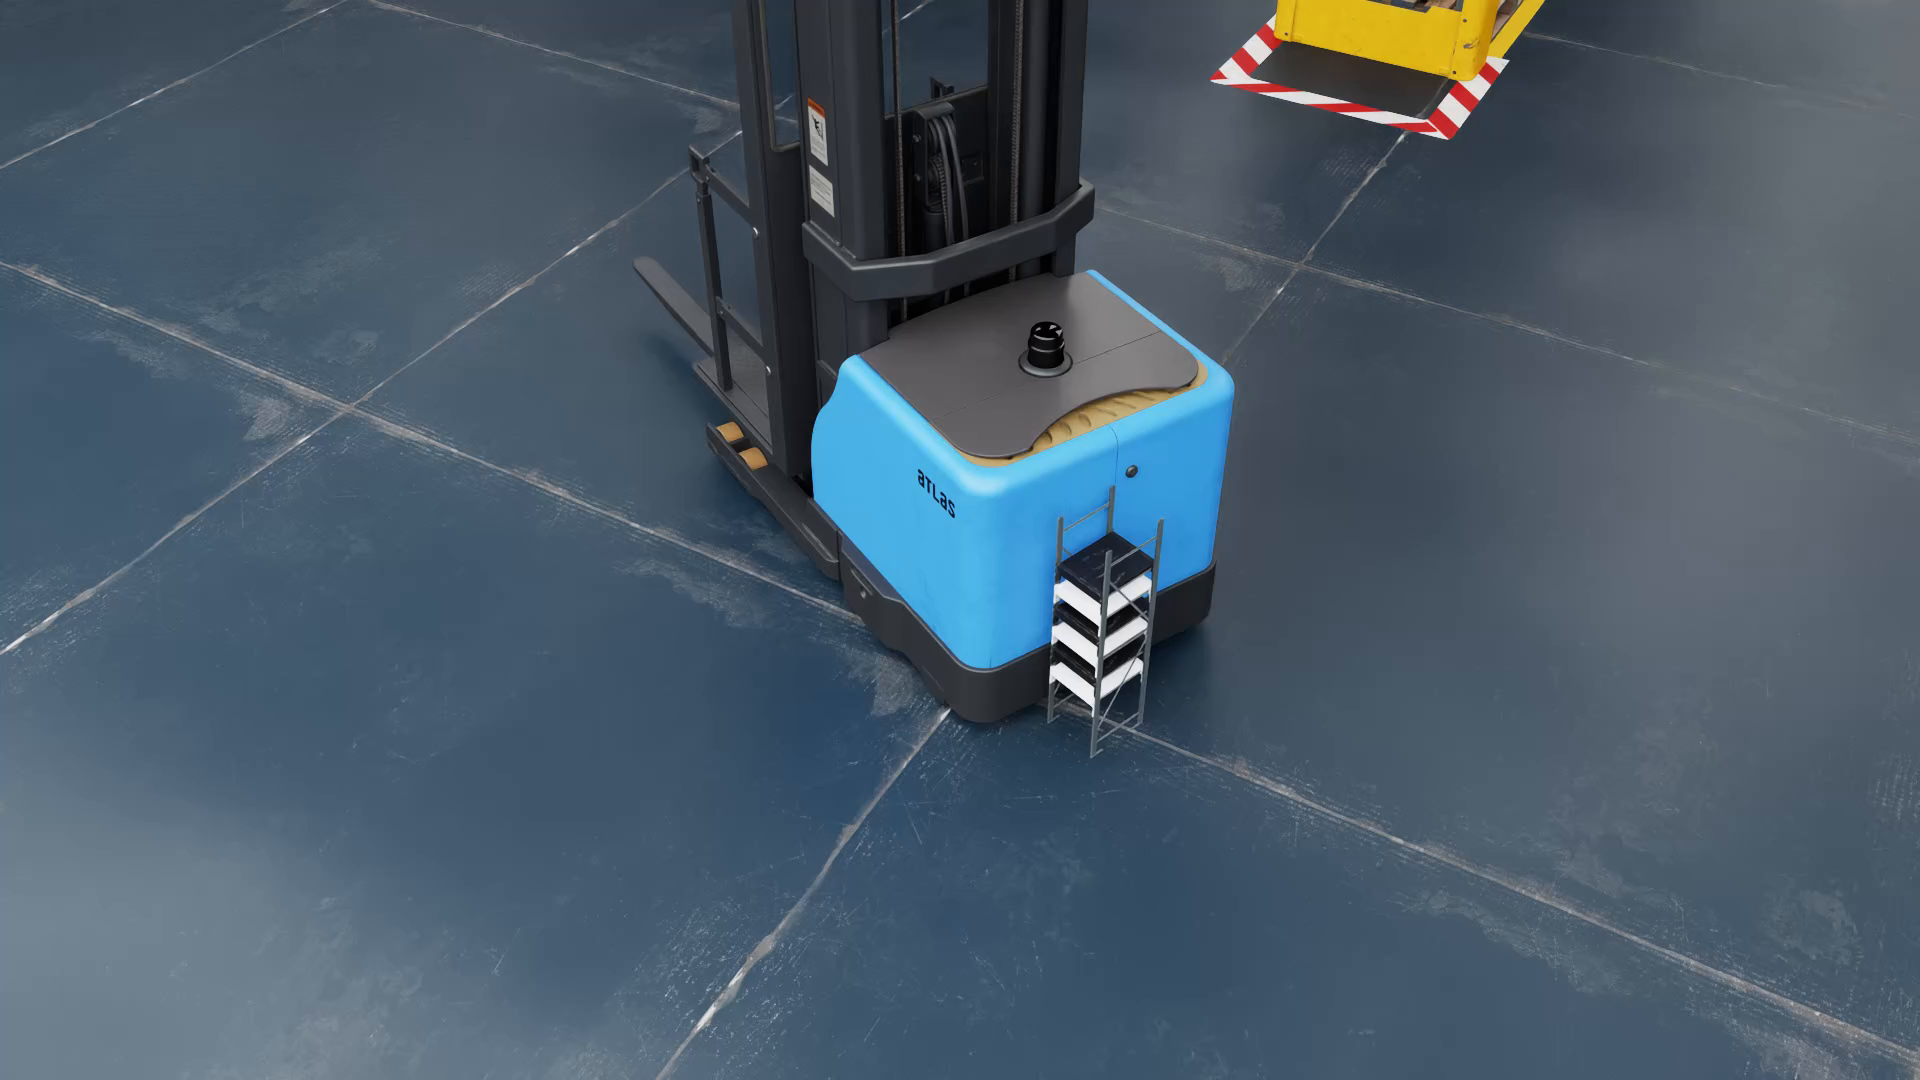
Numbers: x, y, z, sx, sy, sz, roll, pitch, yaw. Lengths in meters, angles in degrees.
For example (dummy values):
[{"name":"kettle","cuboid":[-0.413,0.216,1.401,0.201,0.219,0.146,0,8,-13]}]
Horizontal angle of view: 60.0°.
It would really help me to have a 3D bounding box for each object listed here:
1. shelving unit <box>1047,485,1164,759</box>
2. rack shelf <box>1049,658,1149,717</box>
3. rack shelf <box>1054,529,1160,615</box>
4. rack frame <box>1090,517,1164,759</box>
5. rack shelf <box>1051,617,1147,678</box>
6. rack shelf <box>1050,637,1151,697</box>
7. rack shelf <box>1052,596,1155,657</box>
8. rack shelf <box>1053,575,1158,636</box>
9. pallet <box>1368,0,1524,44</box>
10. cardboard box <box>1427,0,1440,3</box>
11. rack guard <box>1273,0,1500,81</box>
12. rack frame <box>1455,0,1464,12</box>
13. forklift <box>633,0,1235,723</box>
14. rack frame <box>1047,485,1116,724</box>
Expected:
[{"name":"shelving unit","cuboid":[0.450,0.273,5.259,0.258,0.900,0.210,-30,50,-30]},{"name":"rack shelf","cuboid":[0.450,0.433,5.400,0.258,0.077,0.200,-30,50,-30]},{"name":"rack shelf","cuboid":[0.450,0.095,5.103,0.258,0.077,0.200,-30,50,-30]},{"name":"rack frame","cuboid":[0.518,0.324,5.202,0.240,0.900,0.006,-30,50,-30]},{"name":"rack shelf","cuboid":[0.450,0.298,5.281,0.258,0.077,0.200,-30,50,-30]},{"name":"rack shelf","cuboid":[0.450,0.366,5.341,0.258,0.077,0.200,-30,50,-30]},{"name":"rack shelf","cuboid":[0.450,0.230,5.222,0.258,0.077,0.200,-30,50,-30]},{"name":"rack shelf","cuboid":[0.450,0.163,5.162,0.258,0.077,0.200,-30,50,-30]},{"name":"pallet","cuboid":[2.803,-3.318,9.858,1.003,0.211,1.213,21,45,22]},{"name":"cardboard box","cuboid":[2.655,-3.439,9.459,0.500,0.500,0.500,30,49,29]},{"name":"rack guard","cuboid":[2.366,-2.973,9.248,1.175,0.500,0.348,21,45,22]},{"name":"rack frame","cuboid":[2.328,-3.868,8.372,1.000,3.000,0.127,21,45,22]},{"name":"forklift","cuboid":[-0.339,-1.446,5.674,1.130,2.935,3.031,-23,46,-24]},{"name":"rack frame","cuboid":[0.383,0.222,5.316,0.240,0.900,0.006,-30,50,-30]}]
